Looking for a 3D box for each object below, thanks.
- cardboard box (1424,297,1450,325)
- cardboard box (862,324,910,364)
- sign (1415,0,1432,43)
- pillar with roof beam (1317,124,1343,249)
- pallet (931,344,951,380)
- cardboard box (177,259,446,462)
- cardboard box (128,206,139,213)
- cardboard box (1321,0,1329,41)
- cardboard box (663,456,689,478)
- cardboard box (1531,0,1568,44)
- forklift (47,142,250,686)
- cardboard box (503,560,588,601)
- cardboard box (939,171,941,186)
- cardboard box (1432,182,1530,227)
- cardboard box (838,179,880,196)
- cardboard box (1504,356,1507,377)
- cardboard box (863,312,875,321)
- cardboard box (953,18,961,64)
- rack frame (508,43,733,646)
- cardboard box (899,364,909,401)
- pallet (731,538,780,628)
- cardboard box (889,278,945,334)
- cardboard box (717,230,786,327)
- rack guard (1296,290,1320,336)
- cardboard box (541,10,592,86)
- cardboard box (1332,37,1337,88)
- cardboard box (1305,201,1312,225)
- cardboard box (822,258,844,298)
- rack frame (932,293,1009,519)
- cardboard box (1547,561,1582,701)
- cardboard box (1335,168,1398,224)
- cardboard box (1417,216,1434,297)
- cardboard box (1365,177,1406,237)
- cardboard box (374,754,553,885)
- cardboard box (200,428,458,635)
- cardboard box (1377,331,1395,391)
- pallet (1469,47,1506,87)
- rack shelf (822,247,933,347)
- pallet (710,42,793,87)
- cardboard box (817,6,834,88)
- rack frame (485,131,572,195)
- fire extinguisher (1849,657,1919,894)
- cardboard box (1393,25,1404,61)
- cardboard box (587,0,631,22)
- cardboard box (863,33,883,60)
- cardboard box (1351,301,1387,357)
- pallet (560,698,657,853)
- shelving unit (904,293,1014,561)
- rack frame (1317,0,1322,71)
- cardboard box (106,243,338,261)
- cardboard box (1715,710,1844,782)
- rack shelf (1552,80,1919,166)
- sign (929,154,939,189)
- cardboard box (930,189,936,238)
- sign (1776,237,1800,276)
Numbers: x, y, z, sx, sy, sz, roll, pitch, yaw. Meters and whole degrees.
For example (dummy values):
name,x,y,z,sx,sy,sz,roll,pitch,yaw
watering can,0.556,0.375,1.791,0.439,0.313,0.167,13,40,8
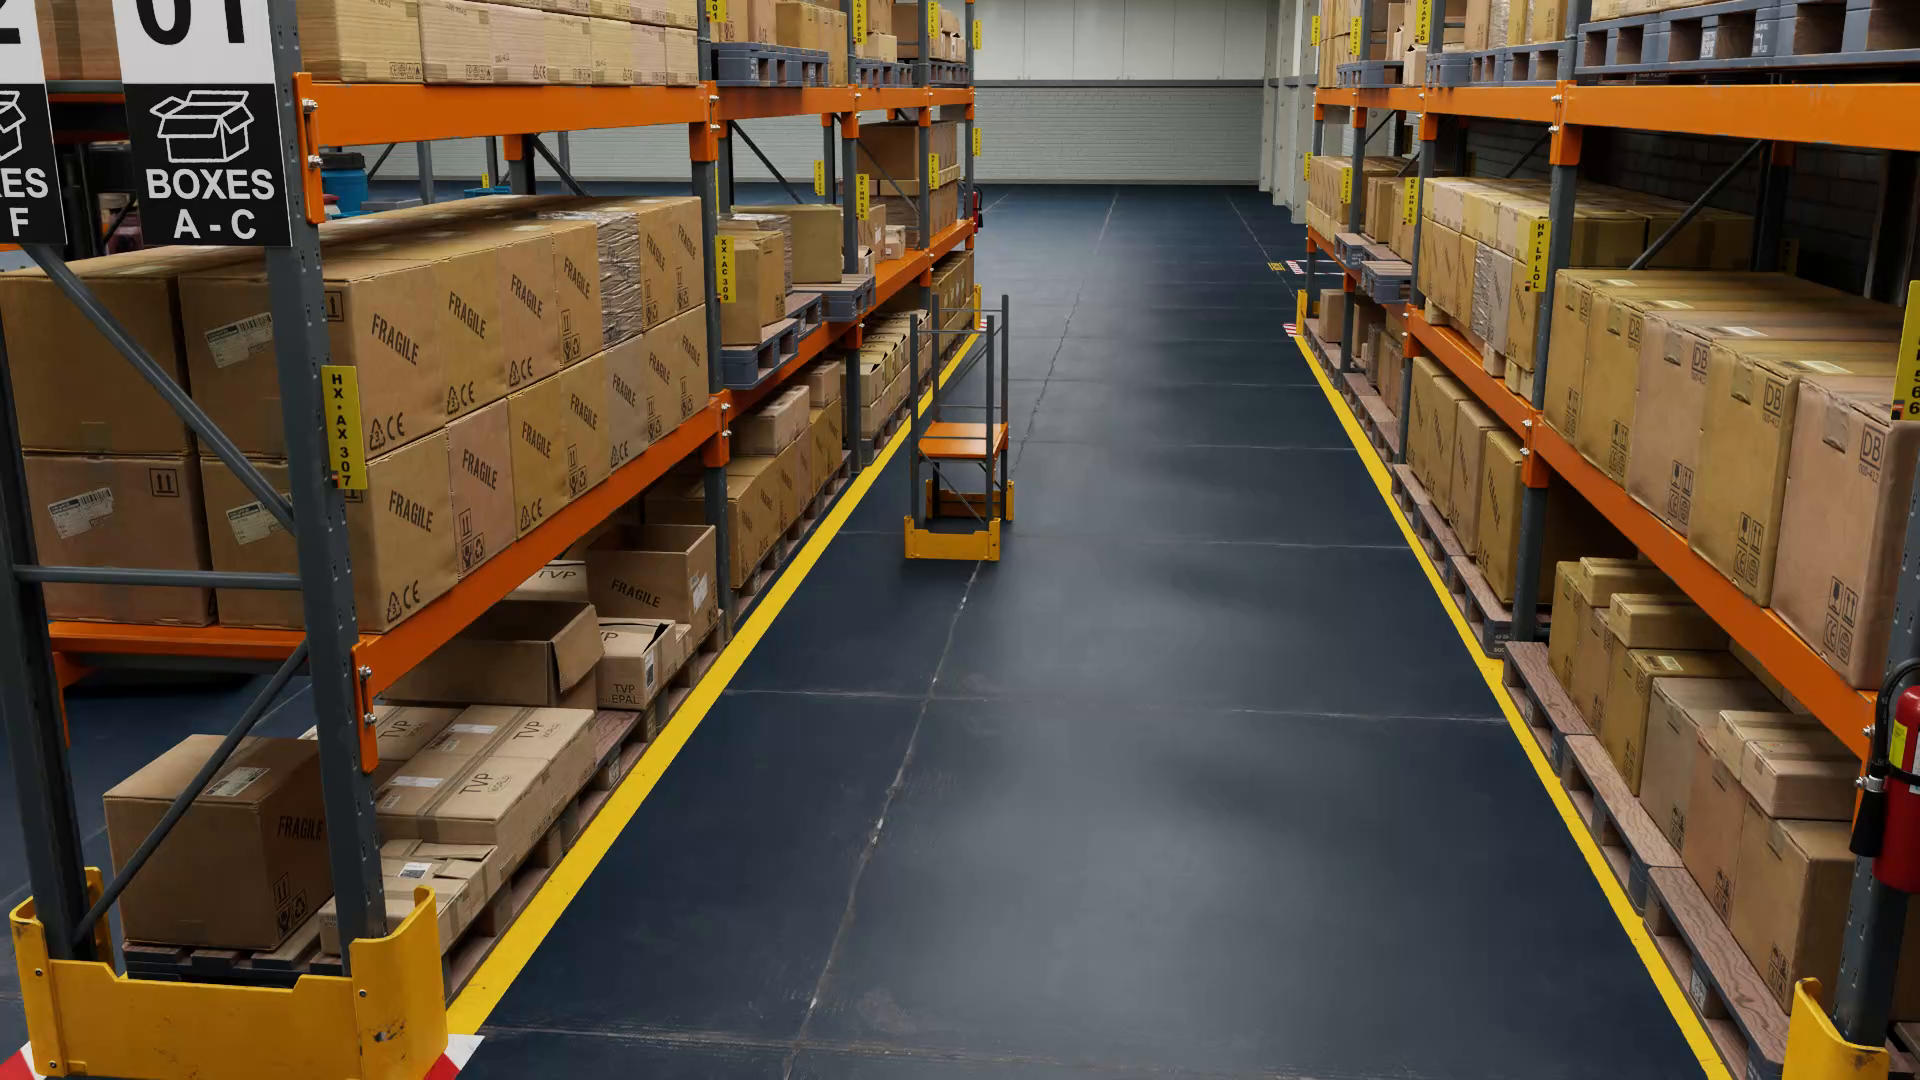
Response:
name,x,y,z,sx,sy,sz,roll,pitch,yaw
cardboard box,3.259,-1.498,10.898,0.380,0.149,0.250,2,15,8
cardboard box,-0.666,-1.770,14.851,0.500,0.311,0.500,2,15,6
sign,3.138,-3.534,11.247,0.100,0.325,0.005,2,15,6
pillar with roof beam,2.437,-9.823,29.749,9.100,9.000,0.400,2,15,6
pallet,-0.663,-1.861,17.140,1.003,0.211,1.213,2,15,6
cardboard box,-1.836,-0.528,4.761,0.500,0.500,0.500,2,15,8
cardboard box,-10.062,-3.935,19.951,0.380,0.149,0.250,2,15,6
cardboard box,4.188,-5.662,17.962,0.500,0.500,0.500,2,15,6
cardboard box,-1.862,-0.197,9.591,0.500,0.500,0.500,2,15,6
cardboard box,3.433,-2.862,8.719,0.700,0.500,0.500,1,15,5
forklift,-4.092,-1.055,8.948,1.130,2.935,3.031,-1,15,-4
cardboard box,-1.959,0.261,8.259,0.500,0.311,0.500,2,15,6
cardboard box,-0.400,-3.829,17.643,0.380,0.149,0.250,2,15,6
cardboard box,3.310,-2.134,10.570,0.500,0.250,0.500,1,15,5
cardboard box,-0.976,-3.440,16.204,0.380,0.149,0.250,2,15,6
cardboard box,3.062,-0.899,8.682,0.380,0.149,0.250,2,15,8
cardboard box,-1.088,-2.048,15.879,0.500,0.311,0.500,2,15,6
cardboard box,-0.412,-5.659,18.826,0.797,0.503,0.637,3,15,10
rack frame,-1.697,-0.927,8.344,1.000,3.000,0.127,2,15,6
cardboard box,-0.728,-1.366,14.429,0.500,0.250,0.500,2,15,7
pallet,-1.643,0.207,9.493,1.003,0.211,1.213,2,15,6
cardboard box,-0.431,-2.350,16.635,0.500,0.500,0.500,2,15,6
cardboard box,-1.406,-1.475,9.373,0.700,0.500,0.500,4,16,15
rack guard,4.571,-2.668,19.572,1.175,0.500,0.348,2,15,6
cardboard box,-1.663,-1.780,6.039,0.500,0.250,0.500,2,15,6
cardboard box,4.104,-4.908,17.092,0.500,0.500,0.500,3,15,10
cardboard box,4.209,-3.715,18.902,0.500,0.250,0.500,1,15,5
cardboard box,-1.161,-2.015,12.537,0.500,0.311,0.500,3,15,10
rack frame,0.067,-0.878,11.036,0.500,1.500,0.032,2,15,6
cardboard box,3.039,0.413,7.374,0.700,0.500,0.500,2,15,7
cardboard box,3.875,-3.288,15.888,0.500,0.500,0.500,2,15,6
cardboard box,3.368,-1.903,11.153,0.500,0.500,0.500,2,15,8
cardboard box,4.037,-2.987,14.927,0.700,0.500,0.500,2,15,6
cardboard box,-1.748,0.963,5.779,0.500,0.250,0.500,2,15,6
cardboard box,-1.836,-0.045,4.892,0.500,0.500,0.500,2,15,7
cardboard box,4.053,-1.536,14.542,0.700,0.500,0.500,1,15,5
pallet,3.534,-2.718,9.582,1.003,0.211,1.213,2,15,9
rack shelf,-1.020,-2.136,14.193,1.077,0.370,4.000,2,15,6
pallet,-1.553,-2.452,8.595,1.213,0.211,1.003,2,15,6
cardboard box,-1.319,-3.214,10.865,0.910,0.500,0.500,2,15,6
rack frame,-5.264,-4.186,20.398,1.000,3.000,0.127,2,15,6
fire extinguisher,2.299,0.498,3.936,0.296,0.674,0.183,2,15,6
cardboard box,3.918,-4.166,13.941,0.500,0.311,0.500,2,15,8
cardboard box,-1.600,-2.151,6.453,0.500,0.250,0.500,2,15,6
cardboard box,-0.932,-4.278,14.474,0.500,0.250,0.500,0,15,1
cardboard box,4.206,-2.133,16.750,0.500,0.500,0.500,1,15,2
pallet,-1.910,0.914,6.876,1.003,0.211,1.213,2,15,6
shelving unit,0.009,-0.744,10.539,0.587,1.500,1.083,2,15,6
rack frame,4.580,-6.791,18.535,1.000,3.000,0.127,2,15,6
cardboard box,-2.315,-0.675,5.306,0.500,0.500,0.500,2,15,8
cardboard box,2.616,0.657,5.229,0.380,0.149,0.250,2,15,8
rack shelf,3.000,-1.364,5.592,1.077,0.370,4.000,2,15,6
sign,-0.254,-3.509,15.827,0.100,0.325,0.005,2,15,6
cardboard box,-0.637,-3.433,17.418,0.700,0.500,0.500,2,15,7
sign,3.777,-1.222,7.626,0.100,0.325,0.005,2,15,6
